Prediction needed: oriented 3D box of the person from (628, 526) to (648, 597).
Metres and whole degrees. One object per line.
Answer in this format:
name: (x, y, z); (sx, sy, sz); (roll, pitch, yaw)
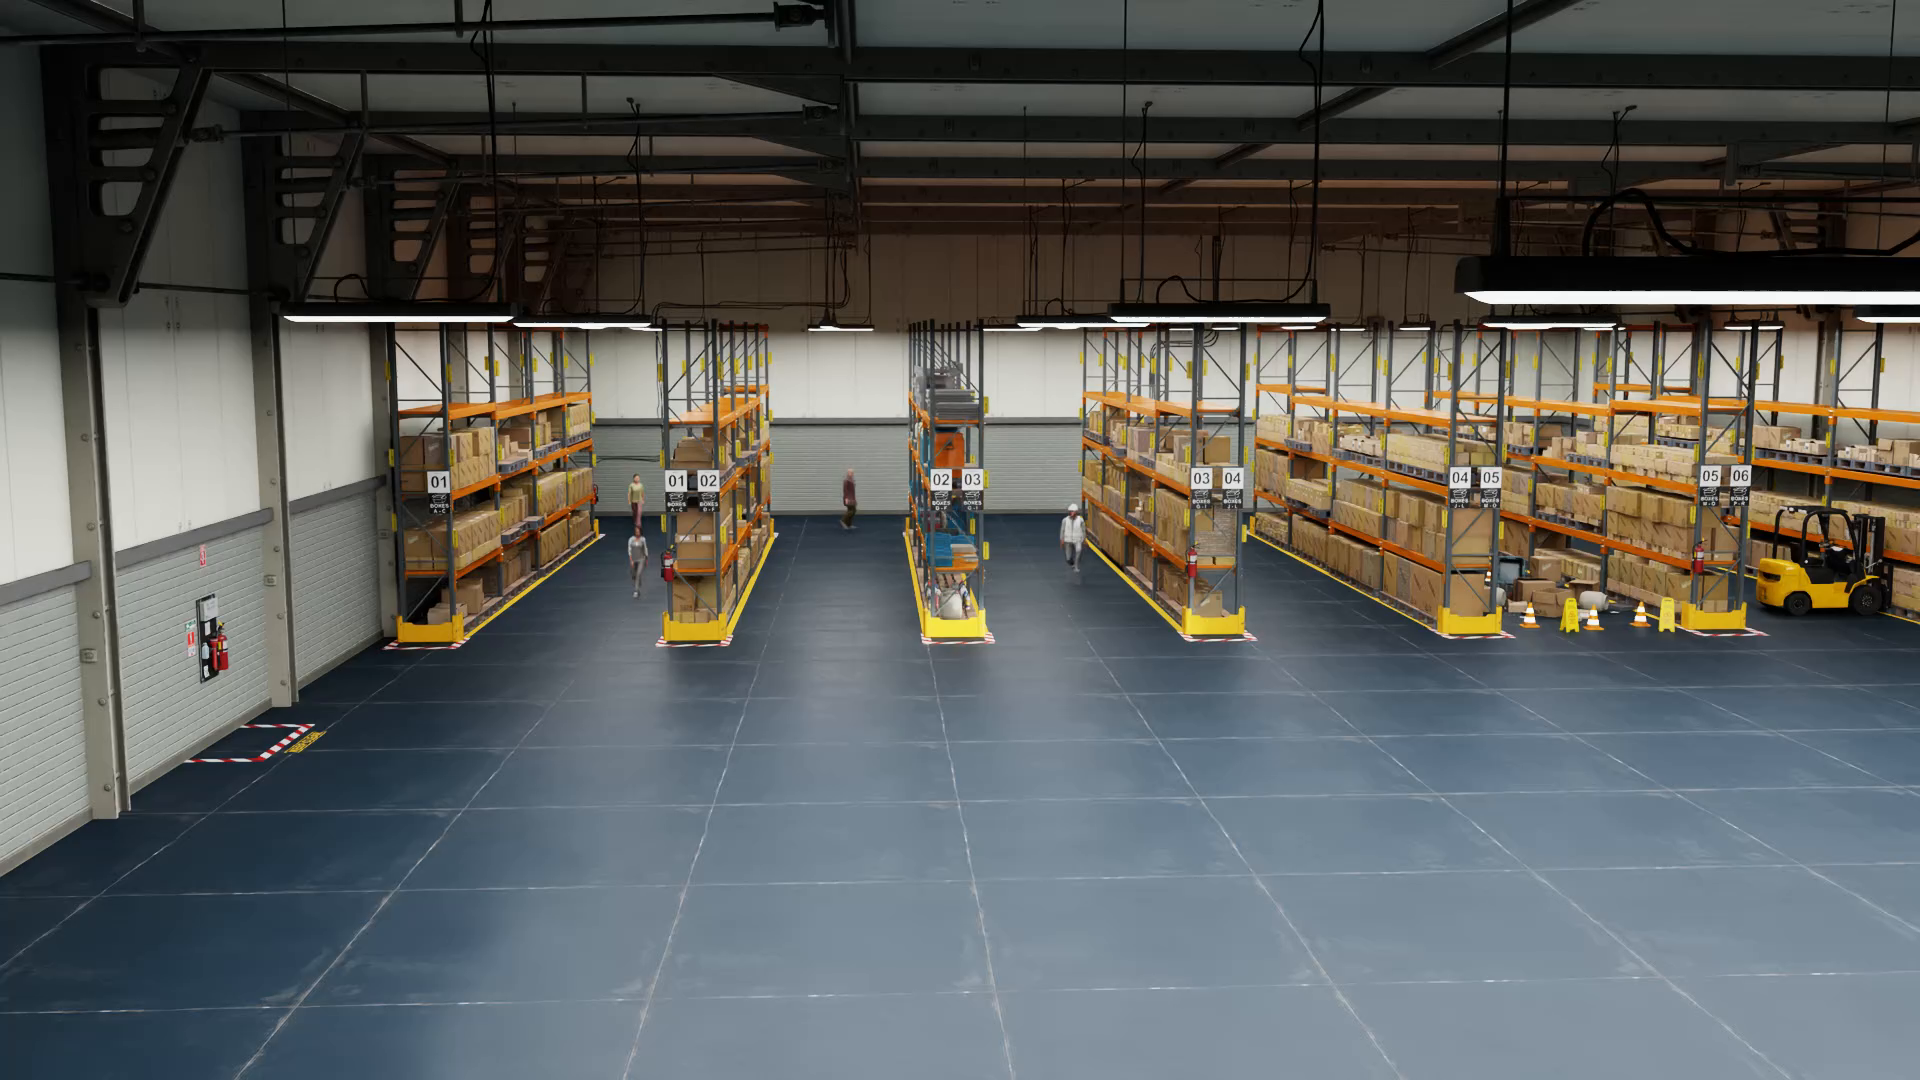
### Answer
person: (-7.079, 0.459, 36.497); (0.401, 1.507, 0.986); (0, 7, -1)

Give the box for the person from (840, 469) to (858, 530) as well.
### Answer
person: (-3.261, -1.201, 48.755); (0.536, 1.777, 0.598); (0, 7, -1)

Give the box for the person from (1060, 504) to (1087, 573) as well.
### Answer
person: (2.599, -0.061, 38.401); (0.592, 1.538, 1.002); (2, 7, 13)

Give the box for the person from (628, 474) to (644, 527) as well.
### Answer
person: (-9.553, -1.139, 49.001); (0.453, 1.611, 1.082); (-1, 7, -6)
